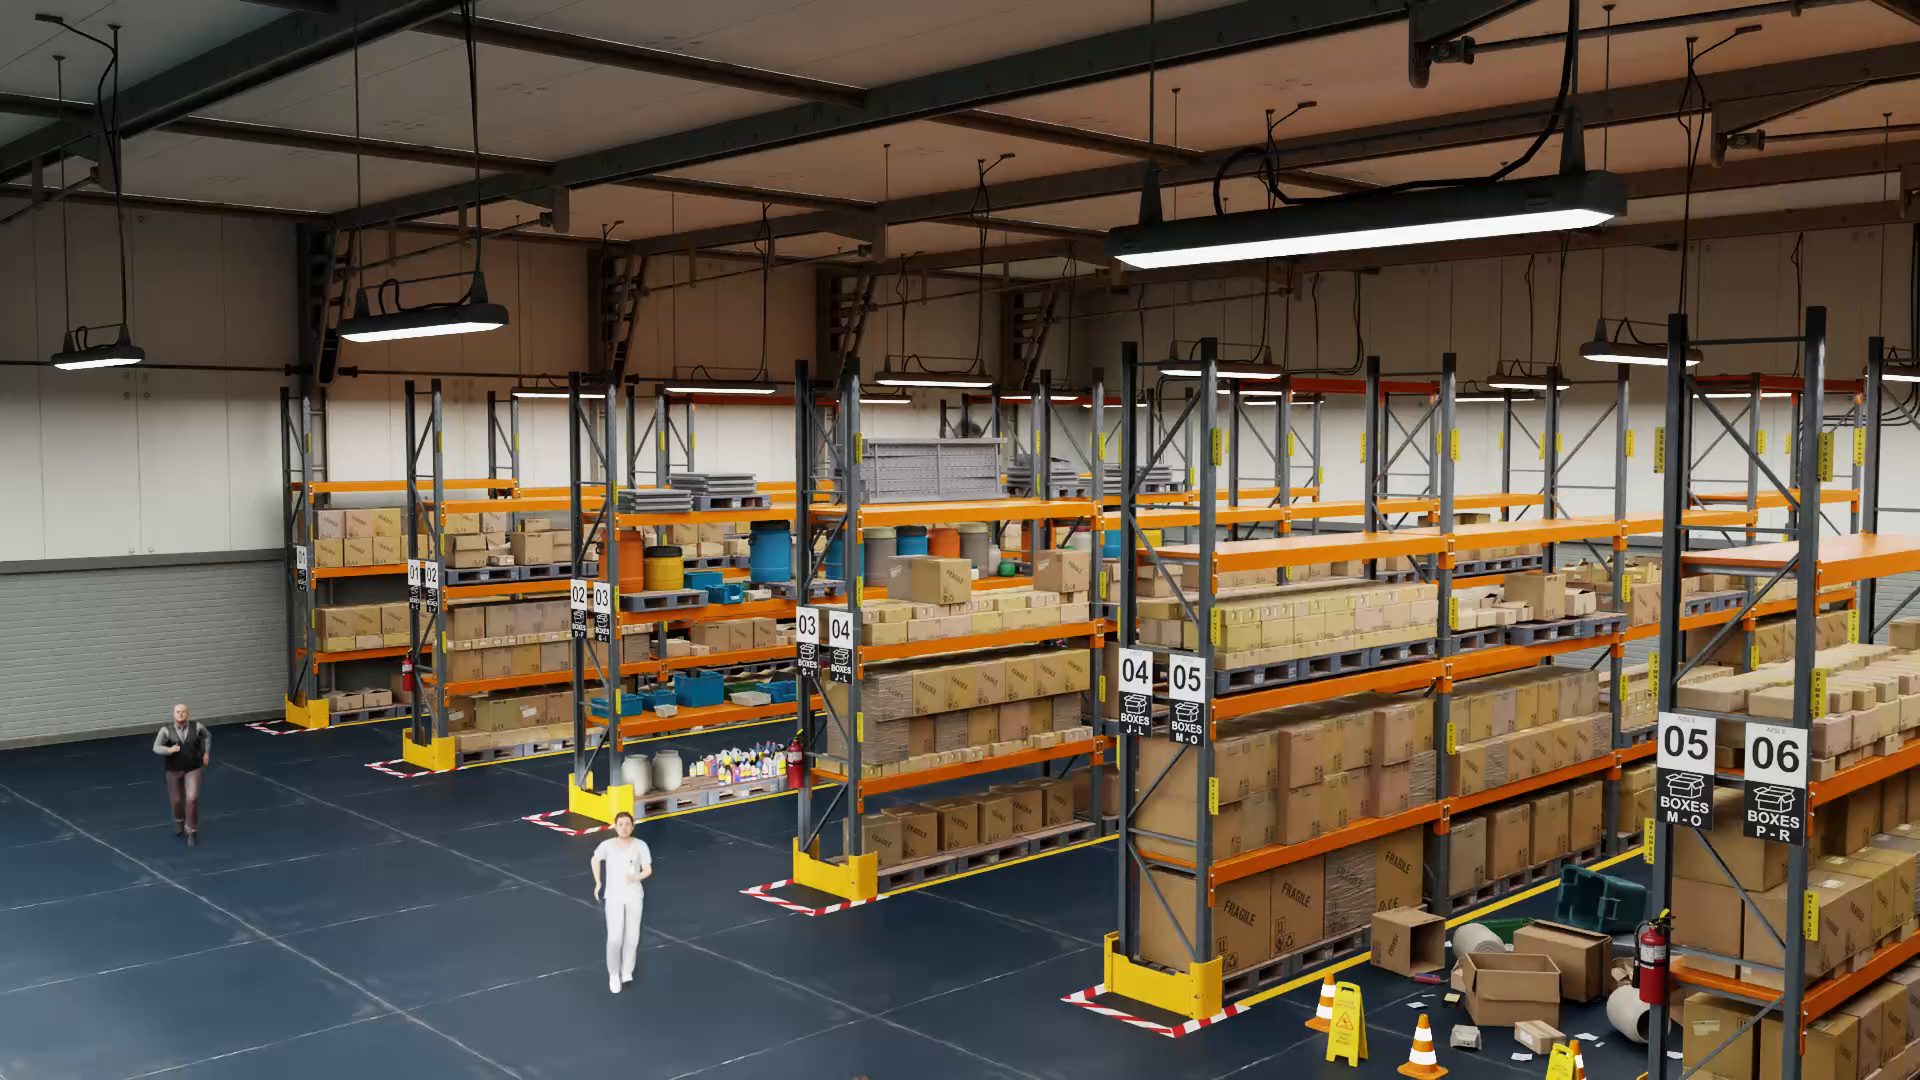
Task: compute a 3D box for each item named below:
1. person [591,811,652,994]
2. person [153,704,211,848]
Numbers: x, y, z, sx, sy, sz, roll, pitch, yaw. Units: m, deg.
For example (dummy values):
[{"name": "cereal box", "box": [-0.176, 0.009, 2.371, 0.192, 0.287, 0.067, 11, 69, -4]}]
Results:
[{"name": "person", "box": [-3.123, 3.343, 15.398, 0.535, 1.671, 0.685, -1, 4, -16]}, {"name": "person", "box": [-9.831, 2.949, 21.033, 0.657, 1.777, 0.829, -2, 4, -23]}]
